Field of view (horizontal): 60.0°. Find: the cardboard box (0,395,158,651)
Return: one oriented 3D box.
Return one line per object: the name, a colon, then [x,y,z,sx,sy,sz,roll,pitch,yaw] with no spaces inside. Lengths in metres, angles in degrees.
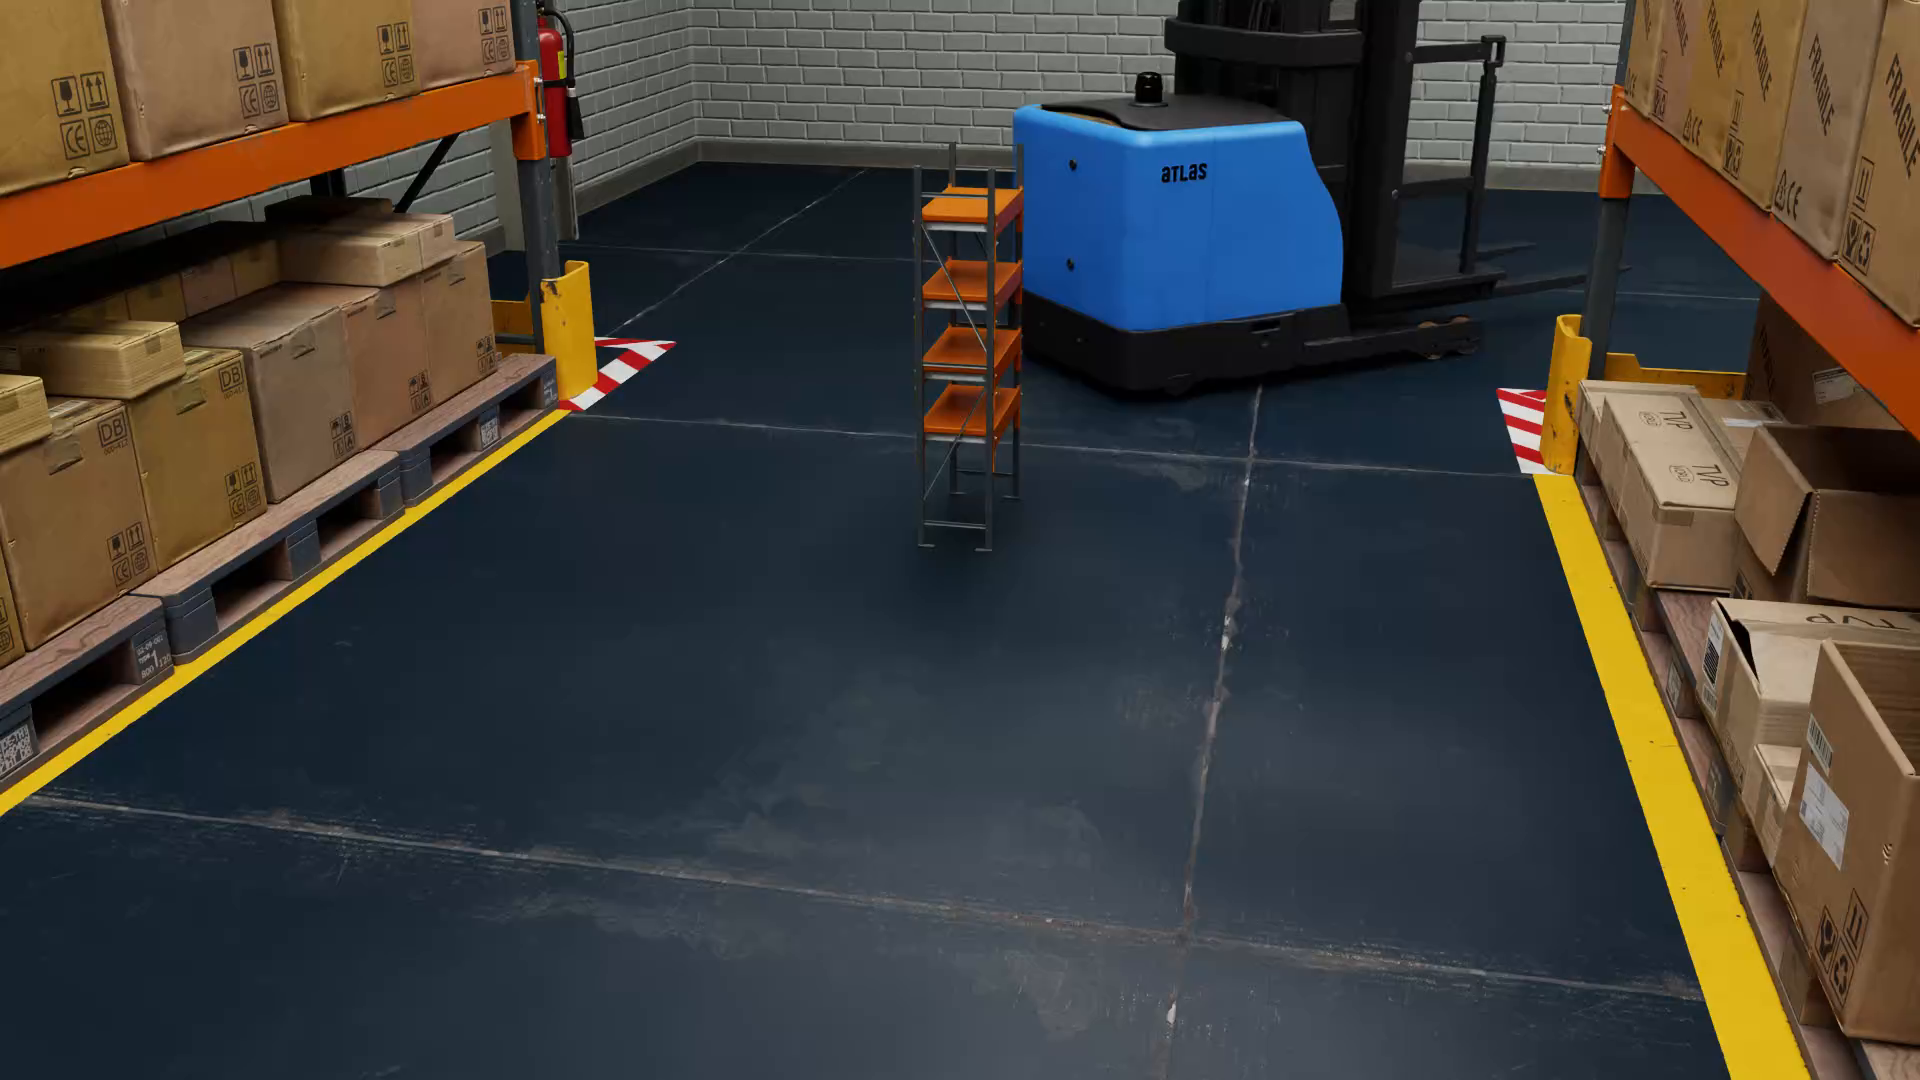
cardboard box: [-2.584,-0.071,4.299,0.700,0.500,0.500,4,22,10]

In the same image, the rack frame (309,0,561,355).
rack frame: [-2.127,-2.050,6.428,1.000,3.000,0.127,4,22,11]

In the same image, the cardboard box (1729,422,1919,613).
cardboard box: [2.286,0.056,3.952,0.797,0.503,0.637,4,22,11]

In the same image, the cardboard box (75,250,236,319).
cardboard box: [-2.547,-0.813,5.273,0.380,0.149,0.250,5,22,12]

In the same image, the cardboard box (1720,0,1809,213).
cardboard box: [2.066,-1.022,3.743,0.500,0.500,0.500,5,22,12]

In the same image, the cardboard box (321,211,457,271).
cardboard box: [-2.019,-1.061,5.889,0.380,0.149,0.250,4,22,10]

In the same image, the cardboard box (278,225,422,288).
cardboard box: [-2.071,-0.968,5.657,0.380,0.149,0.250,5,22,12]

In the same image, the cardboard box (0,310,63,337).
cardboard box: [-2.703,-0.532,4.576,0.380,0.149,0.250,5,22,11]

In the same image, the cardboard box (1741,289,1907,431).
cardboard box: [2.854,-0.500,5.338,0.500,0.500,0.500,4,22,11]

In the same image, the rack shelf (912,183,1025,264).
rack shelf: [0.034,-0.982,5.133,0.258,0.148,0.480,4,22,11]

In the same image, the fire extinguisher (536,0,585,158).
fire extinguisher: [-1.644,-1.861,6.561,0.296,0.674,0.183,4,22,11]

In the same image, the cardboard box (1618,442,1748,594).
cardboard box: [2.131,-0.059,4.577,0.500,0.250,0.500,4,22,11]

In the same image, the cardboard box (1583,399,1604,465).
cardboard box: [2.251,-0.345,5.398,0.380,0.166,0.250,4,22,11]

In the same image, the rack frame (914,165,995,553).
rack frame: [-0.016,-0.528,5.058,0.240,1.200,0.015,4,22,11]

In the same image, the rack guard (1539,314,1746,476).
rack guard: [2.708,-0.486,5.891,1.175,0.500,0.348,4,22,11]

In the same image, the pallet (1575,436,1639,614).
pallet: [2.546,-0.060,5.221,1.003,0.211,1.213,4,22,11]

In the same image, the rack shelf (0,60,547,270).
rack shelf: [-2.535,-0.985,4.746,1.077,0.370,4.000,4,22,11]

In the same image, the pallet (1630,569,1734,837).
pallet: [2.295,0.384,4.117,1.003,0.211,1.213,4,22,11]

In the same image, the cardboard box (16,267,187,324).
cardboard box: [-2.599,-0.719,5.040,0.380,0.149,0.250,5,22,11]

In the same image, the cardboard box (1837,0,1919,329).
cardboard box: [1.862,-0.648,2.813,0.500,0.500,0.500,5,22,12]

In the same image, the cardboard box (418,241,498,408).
cardboard box: [-2.172,-0.821,6.162,0.700,0.500,0.500,4,22,11]

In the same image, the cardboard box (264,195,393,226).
cardboard box: [-2.342,-1.183,6.192,0.380,0.149,0.250,5,22,11]

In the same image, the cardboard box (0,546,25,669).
cardboard box: [-2.690,0.112,3.844,0.700,0.500,0.500,5,22,12]

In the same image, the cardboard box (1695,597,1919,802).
cardboard box: [1.899,0.328,3.533,0.500,0.311,0.500,4,22,11]

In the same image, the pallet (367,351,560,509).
pallet: [-2.213,-0.458,6.208,1.003,0.211,1.213,4,22,11]

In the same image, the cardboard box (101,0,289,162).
cardboard box: [-2.523,-1.456,4.553,0.980,0.700,0.700,3,22,8]

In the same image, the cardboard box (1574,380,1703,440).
cardboard box: [2.302,-0.428,5.629,0.380,0.149,0.250,4,22,11]

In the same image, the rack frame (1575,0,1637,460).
rack frame: [2.723,-1.673,5.493,1.000,3.000,0.127,4,22,11]

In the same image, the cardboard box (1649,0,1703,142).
cardboard box: [2.275,-1.389,4.652,0.500,0.500,0.500,4,22,10]

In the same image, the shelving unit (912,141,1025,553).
shelving unit: [0.034,-0.617,5.280,0.258,1.200,0.503,4,22,11]

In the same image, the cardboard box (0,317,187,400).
cardboard box: [-2.335,-0.491,4.473,0.380,0.149,0.250,4,22,9]

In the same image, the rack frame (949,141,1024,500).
rack frame: [0.084,-0.706,5.501,0.240,1.200,0.015,4,22,11]

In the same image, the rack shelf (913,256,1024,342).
rack shelf: [0.034,-0.762,5.221,0.258,0.148,0.480,4,22,11]

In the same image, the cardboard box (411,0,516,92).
cardboard box: [-2.221,-2.002,5.907,0.980,0.700,0.700,5,23,13]

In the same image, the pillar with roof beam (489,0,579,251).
pillar with roof beam: [1.792,-5.558,7.108,9.100,9.000,0.400,4,22,11]

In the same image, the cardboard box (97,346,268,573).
cardboard box: [-2.477,-0.259,4.765,0.700,0.500,0.500,5,22,12]

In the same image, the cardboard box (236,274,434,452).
cardboard box: [-2.274,-0.638,5.707,0.700,0.500,0.500,4,22,11]

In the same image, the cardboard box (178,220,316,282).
cardboard box: [-2.444,-0.998,5.732,0.380,0.149,0.250,5,22,11]

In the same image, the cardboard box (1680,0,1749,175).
cardboard box: [2.169,-1.205,4.197,0.500,0.500,0.500,4,22,11]

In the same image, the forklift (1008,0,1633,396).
forklift: [1.758,-2.314,7.175,3.031,2.935,1.130,-11,25,-26]

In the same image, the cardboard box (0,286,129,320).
cardboard box: [-2.651,-0.627,4.810,0.380,0.149,0.250,4,22,10]

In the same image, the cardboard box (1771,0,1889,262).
cardboard box: [1.964,-0.836,3.280,0.500,0.500,0.500,5,22,12]

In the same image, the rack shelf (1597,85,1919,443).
rack shelf: [2.315,-0.608,3.812,1.077,0.370,4.000,4,22,11]

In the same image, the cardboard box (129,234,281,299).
cardboard box: [-2.496,-0.906,5.504,0.380,0.149,0.250,5,22,11]

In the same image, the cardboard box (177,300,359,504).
cardboard box: [-2.376,-0.454,5.250,0.700,0.500,0.500,4,22,9]

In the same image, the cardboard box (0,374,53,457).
cardboard box: [-2.441,-0.300,3.999,0.380,0.149,0.250,5,23,13]

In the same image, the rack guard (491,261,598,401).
rack guard: [-2.122,-0.899,6.916,1.175,0.500,0.348,4,22,11]

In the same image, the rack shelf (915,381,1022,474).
rack shelf: [0.034,-0.371,5.379,0.258,0.148,0.480,4,22,11]

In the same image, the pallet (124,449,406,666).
pallet: [-2.464,-0.013,5.103,1.003,0.211,1.213,4,22,11]

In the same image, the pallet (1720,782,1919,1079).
pallet: [2.048,0.832,3.006,1.003,0.211,1.213,4,22,11]

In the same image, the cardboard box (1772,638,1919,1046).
cardboard box: [1.746,0.515,2.817,0.500,0.500,0.500,4,22,11]

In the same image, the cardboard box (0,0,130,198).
cardboard box: [-2.662,-1.190,3.891,0.980,0.700,0.700,4,22,10]

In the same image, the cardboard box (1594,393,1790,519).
cardboard box: [2.233,-0.242,5.031,0.500,0.250,0.500,4,22,11]

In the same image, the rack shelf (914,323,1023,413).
rack shelf: [0.034,-0.555,5.305,0.258,0.148,0.480,4,22,11]

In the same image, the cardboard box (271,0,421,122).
cardboard box: [-2.359,-1.735,5.244,0.980,0.700,0.700,4,22,10]

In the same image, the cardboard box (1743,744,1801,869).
cardboard box: [1.764,0.536,3.235,0.380,0.149,0.250,4,22,11]

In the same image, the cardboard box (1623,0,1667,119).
cardboard box: [2.375,-1.578,5.122,0.500,0.500,0.500,5,22,12]

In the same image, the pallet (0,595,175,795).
pallet: [-2.711,0.435,3.992,1.003,0.211,1.213,4,22,11]
